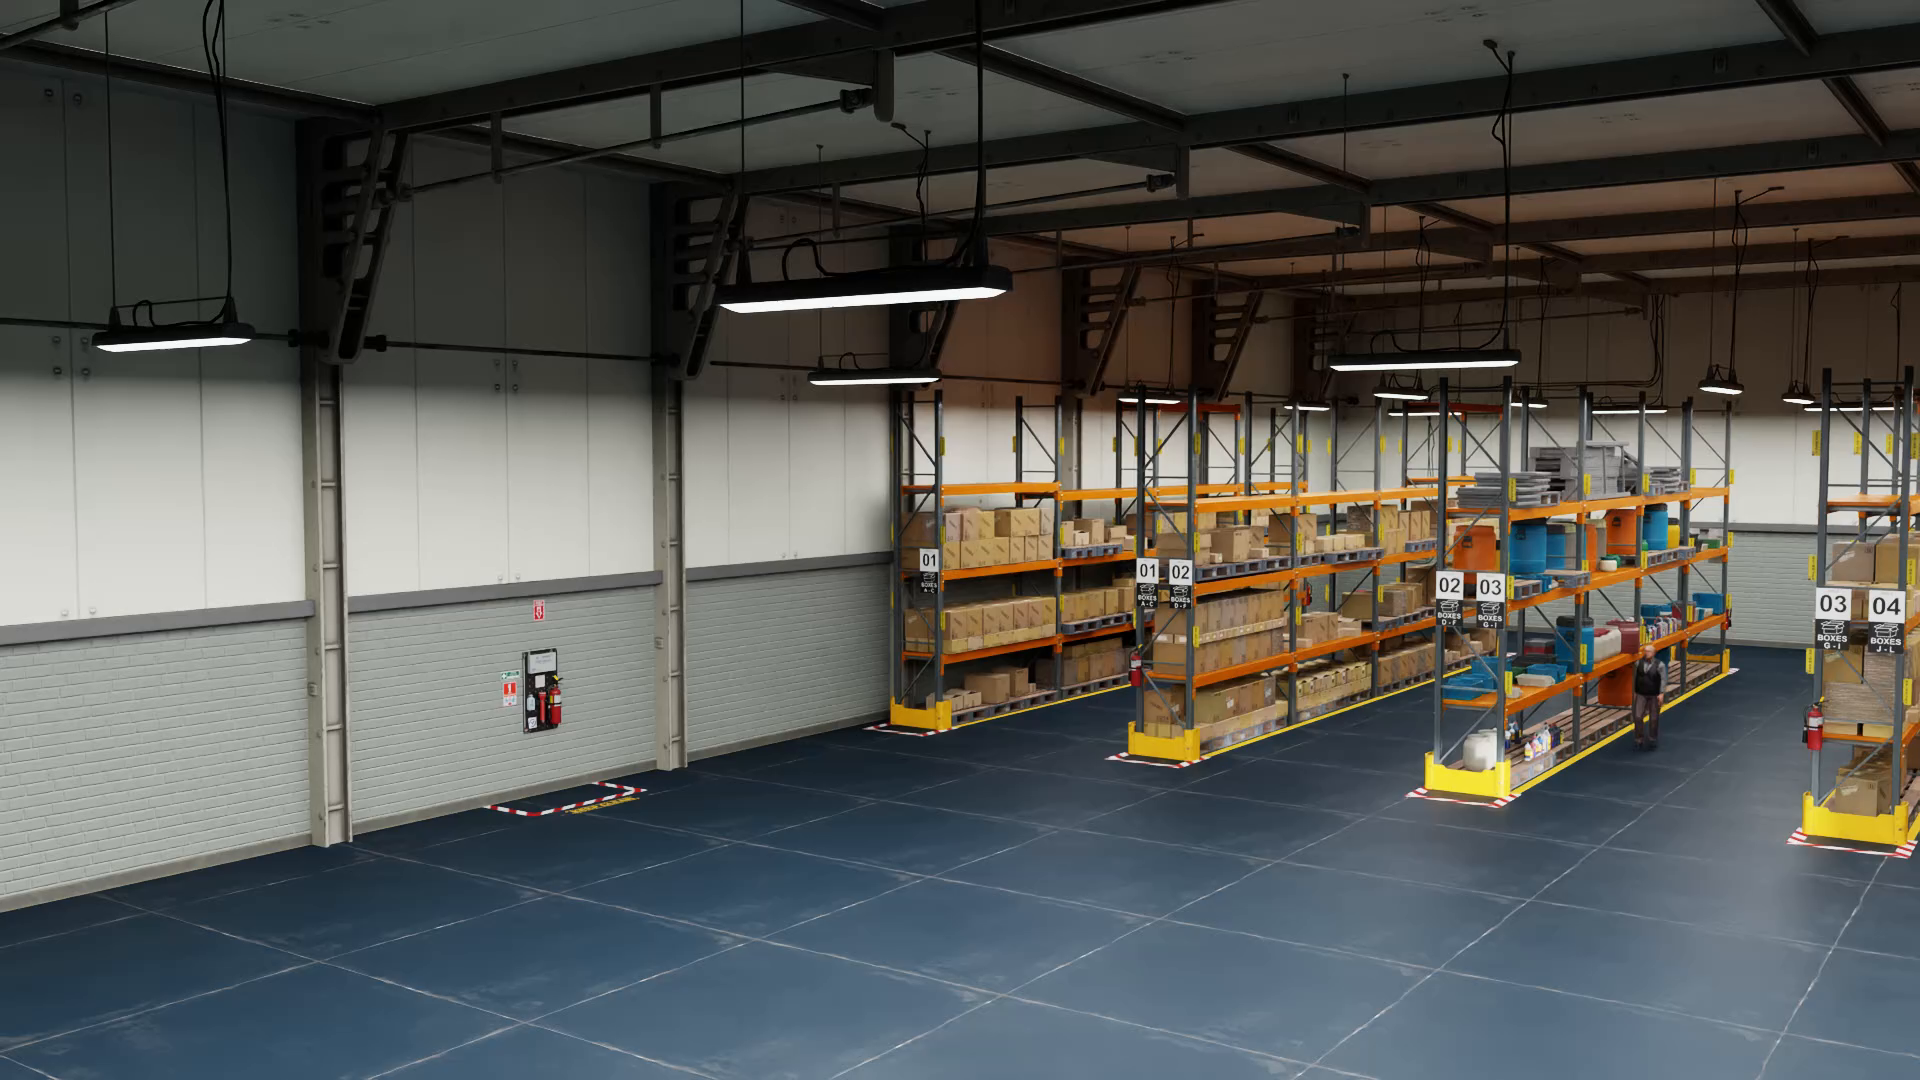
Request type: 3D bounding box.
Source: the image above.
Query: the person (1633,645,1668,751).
[{"bbox_3d":[11.389,2.613,27.469,0.562,1.769,0.565,2,4,33],"label":"person"}]

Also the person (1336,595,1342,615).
[{"bbox_3d":[8.915,2.025,38.054,0.636,1.686,0.687,-3,4,-44],"label":"person"}]
